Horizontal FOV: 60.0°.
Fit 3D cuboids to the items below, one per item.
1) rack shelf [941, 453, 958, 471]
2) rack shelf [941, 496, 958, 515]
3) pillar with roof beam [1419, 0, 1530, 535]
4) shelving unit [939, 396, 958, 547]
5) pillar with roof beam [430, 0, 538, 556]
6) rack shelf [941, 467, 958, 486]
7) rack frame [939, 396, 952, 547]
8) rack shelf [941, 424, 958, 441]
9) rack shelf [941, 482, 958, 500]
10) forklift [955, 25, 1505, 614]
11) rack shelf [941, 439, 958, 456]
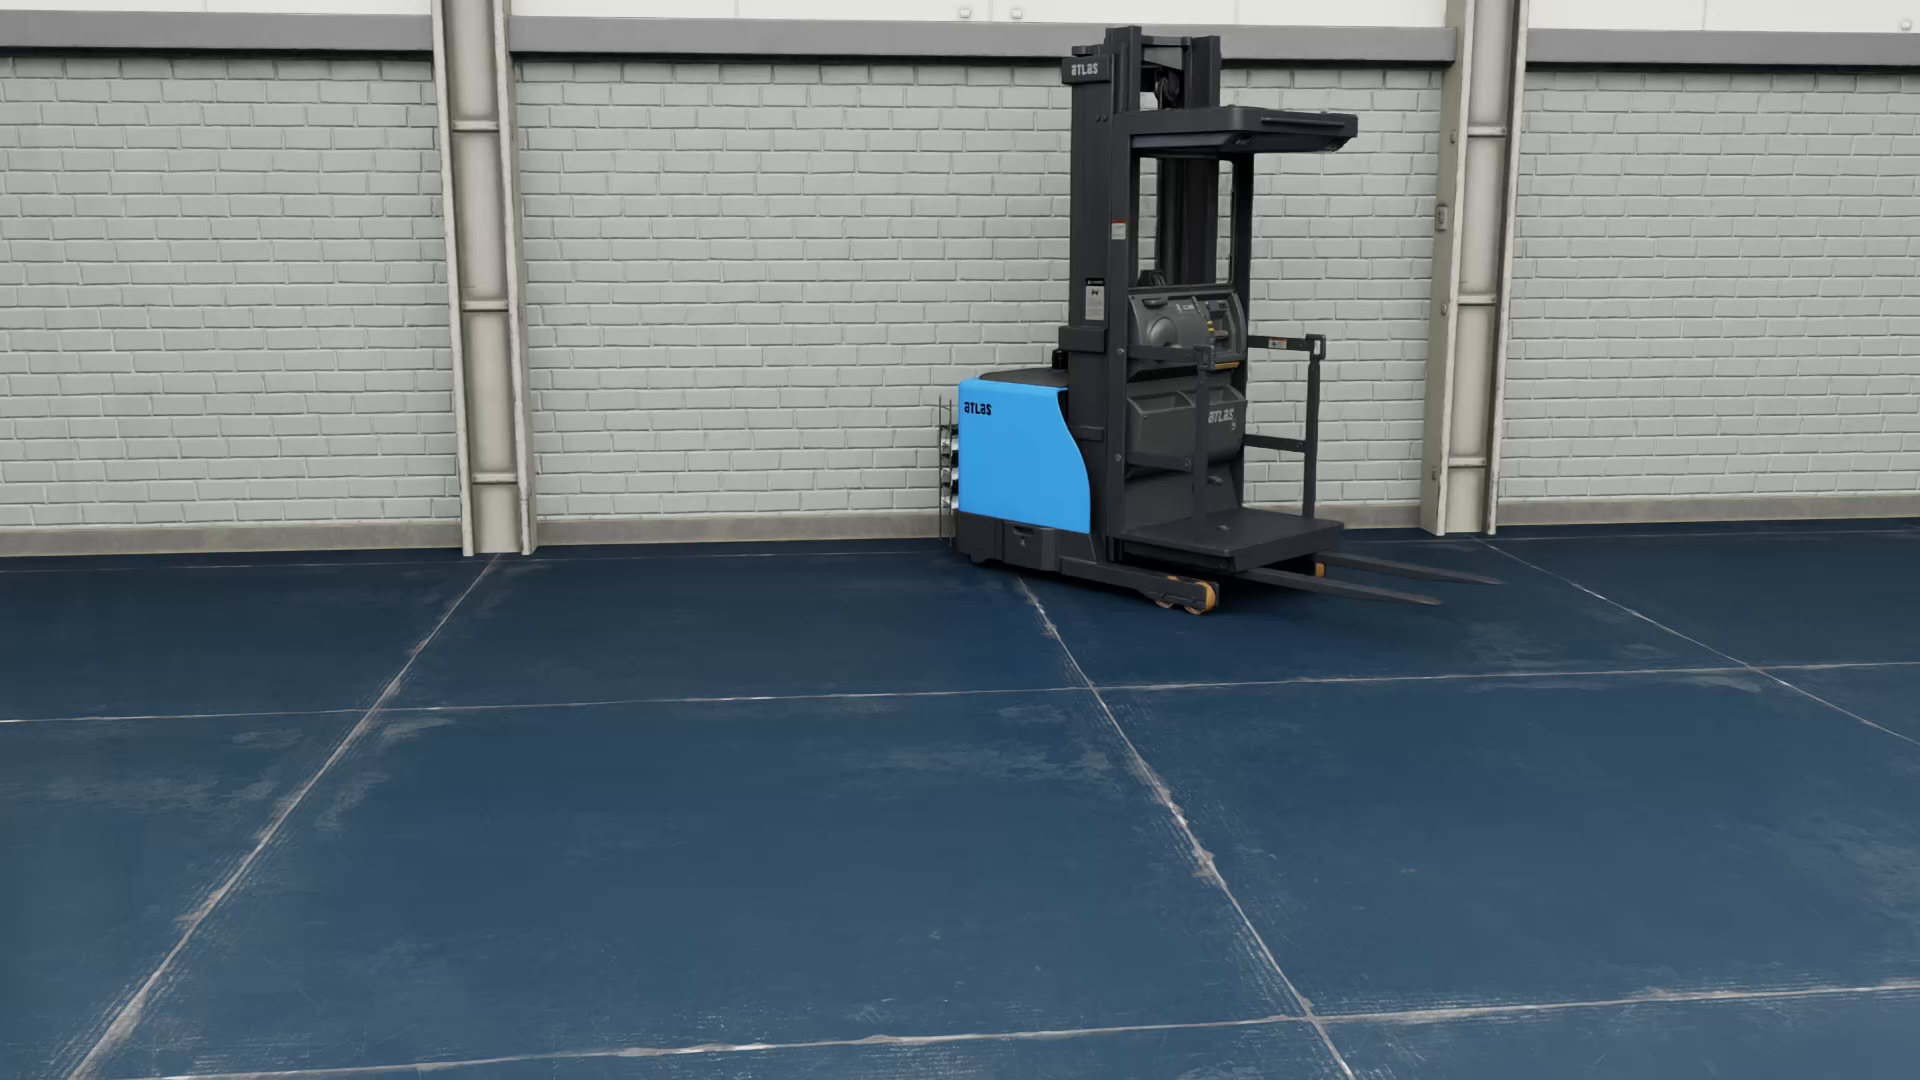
[{"bbox_3d":[0.007,-0.484,10.201,0.200,0.077,0.258,-4,12,-17],"label":"rack shelf"},{"bbox_3d":[0.007,-0.219,10.253,0.200,0.077,0.258,-4,12,-17],"label":"rack shelf"},{"bbox_3d":[3.657,-3.653,5.620,0.400,9.000,9.100,-1,11,-6],"label":"pillar with roof beam"},{"bbox_3d":[0.007,-0.428,10.212,0.210,0.900,0.258,-4,12,-17],"label":"shelving unit"},{"bbox_3d":[-2.308,-3.528,4.984,0.400,9.000,9.100,-1,11,-6],"label":"pillar with roof beam"},{"bbox_3d":[0.007,-0.395,10.219,0.200,0.077,0.258,-4,12,-17],"label":"rack shelf"},{"bbox_3d":[-0.090,-0.422,10.182,0.006,0.900,0.240,-4,12,-17],"label":"rack frame"},{"bbox_3d":[0.007,-0.660,10.167,0.200,0.077,0.258,-4,12,-17],"label":"rack shelf"},{"bbox_3d":[0.007,-0.307,10.236,0.200,0.077,0.258,-4,12,-17],"label":"rack shelf"},{"bbox_3d":[1.371,-1.173,8.739,1.130,2.935,3.031,-11,16,-44],"label":"forklift"},{"bbox_3d":[0.007,-0.572,10.184,0.200,0.077,0.258,-4,12,-17],"label":"rack shelf"}]
